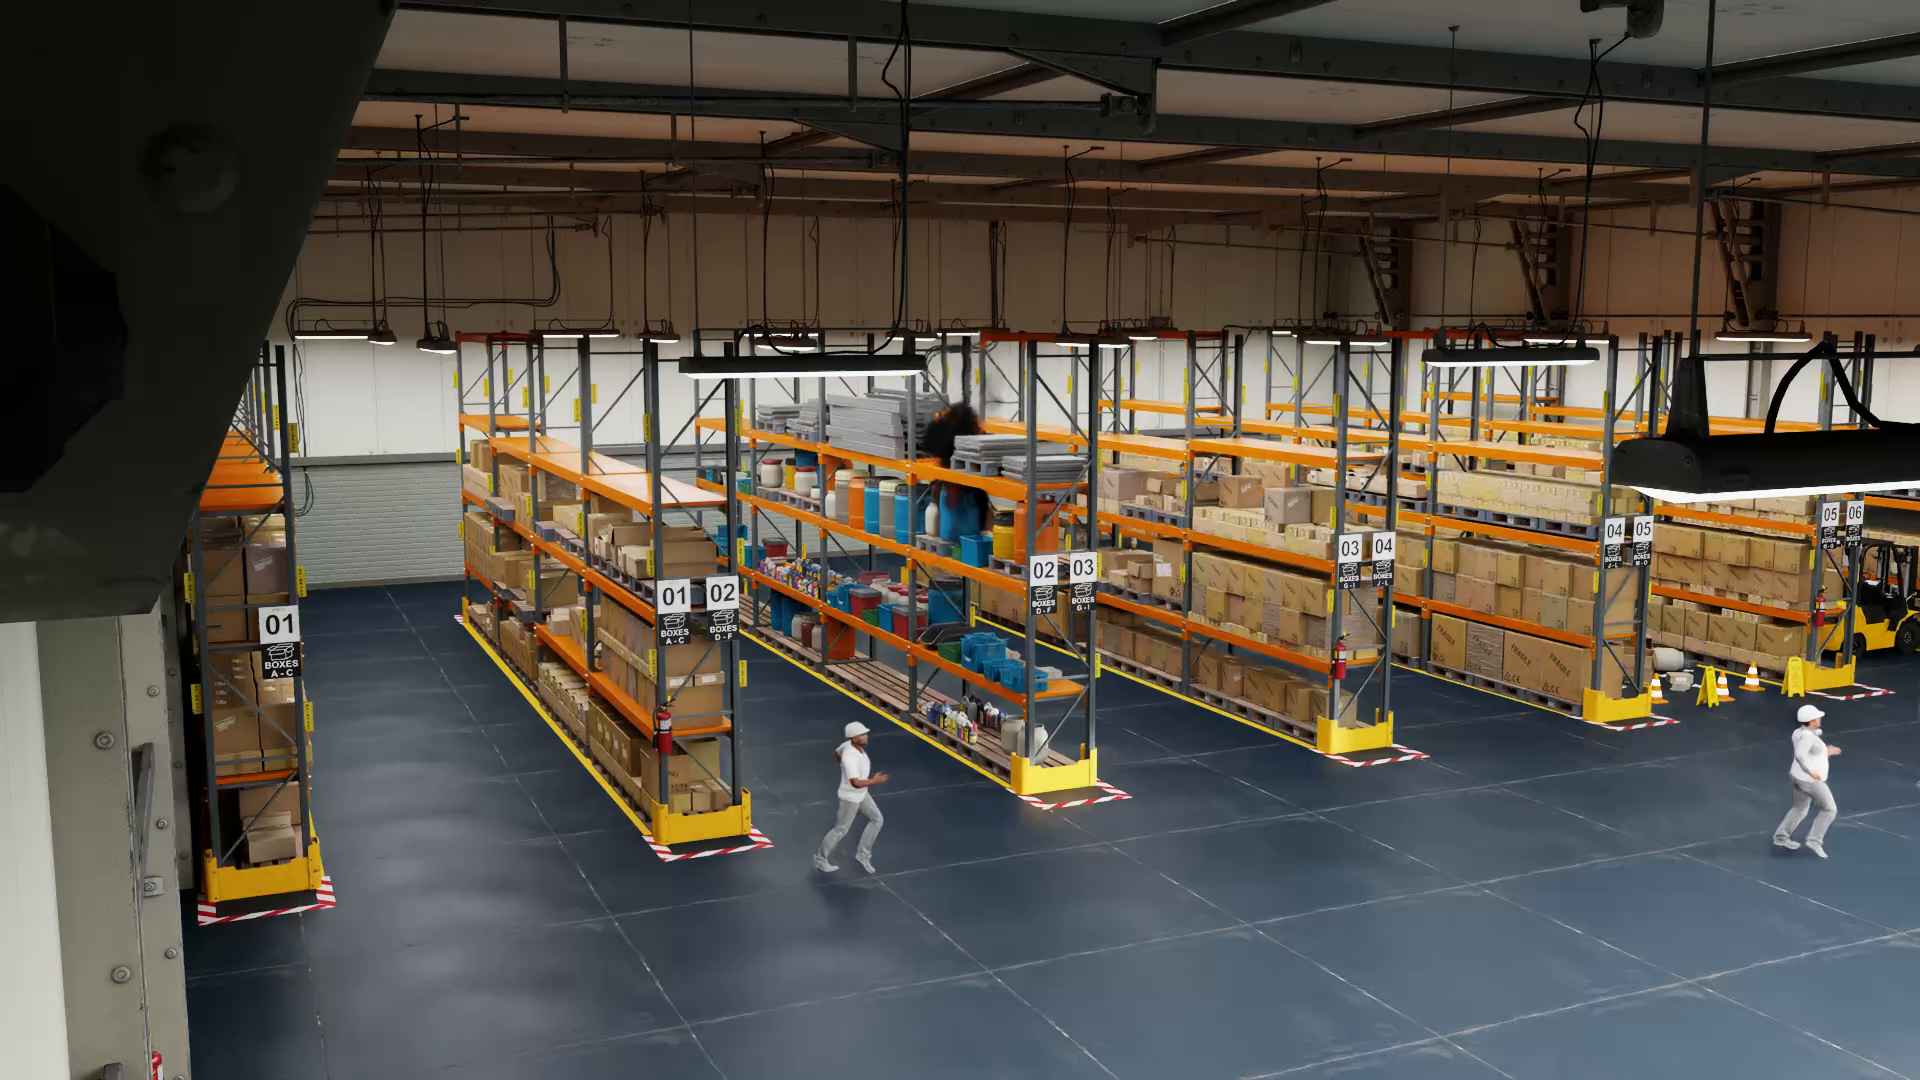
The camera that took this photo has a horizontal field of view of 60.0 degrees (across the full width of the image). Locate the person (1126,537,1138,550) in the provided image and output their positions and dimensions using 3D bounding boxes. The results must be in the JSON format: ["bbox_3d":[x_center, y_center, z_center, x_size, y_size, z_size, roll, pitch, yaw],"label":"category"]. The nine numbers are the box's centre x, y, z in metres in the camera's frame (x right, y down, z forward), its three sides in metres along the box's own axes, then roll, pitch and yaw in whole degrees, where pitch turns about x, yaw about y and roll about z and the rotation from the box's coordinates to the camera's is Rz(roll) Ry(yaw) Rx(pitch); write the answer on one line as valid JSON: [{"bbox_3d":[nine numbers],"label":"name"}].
[{"bbox_3d":[3.675,0.799,34.934,0.555,1.727,0.660,-5,9,-31],"label":"person"}]

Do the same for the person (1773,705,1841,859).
[{"bbox_3d":[9.985,2.839,19.536,0.715,1.824,0.637,1,8,4],"label":"person"}]

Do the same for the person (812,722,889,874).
[{"bbox_3d":[-1.220,2.931,18.864,0.885,1.796,0.713,1,8,7],"label":"person"}]
